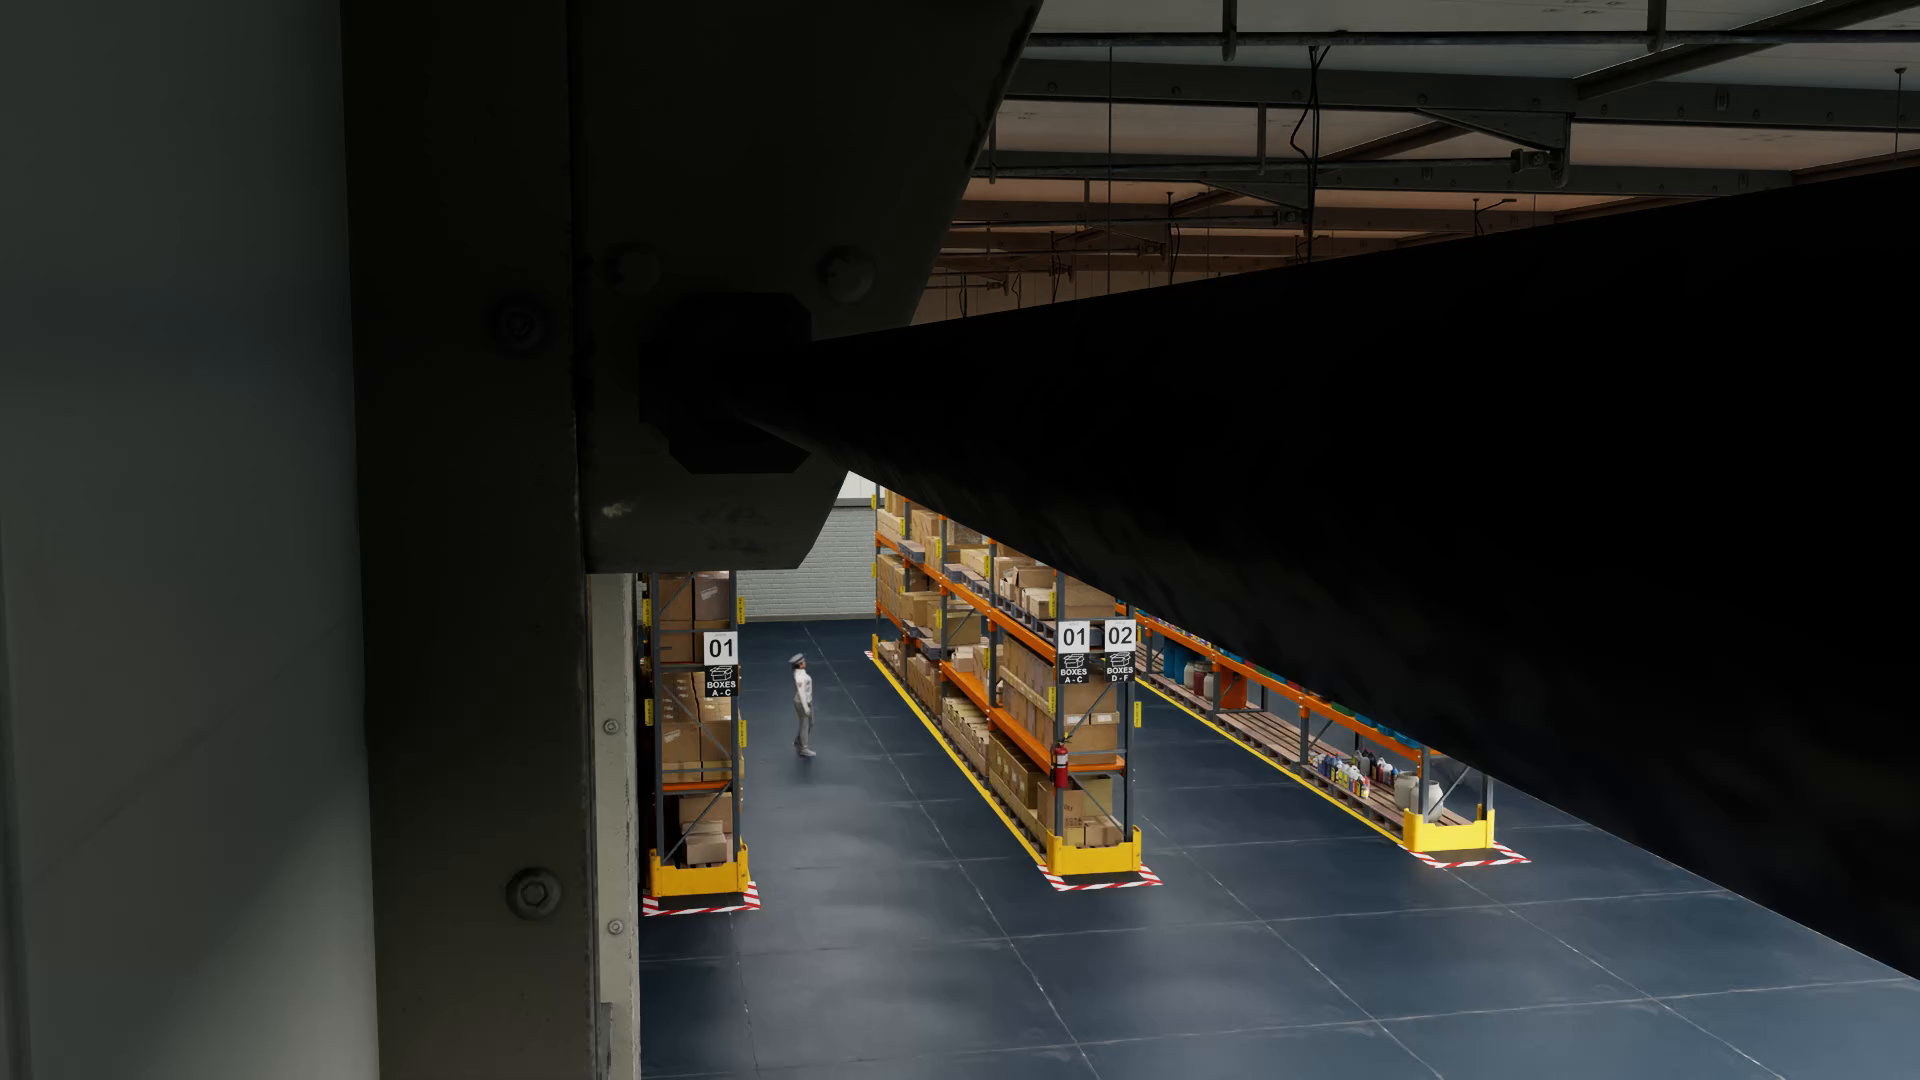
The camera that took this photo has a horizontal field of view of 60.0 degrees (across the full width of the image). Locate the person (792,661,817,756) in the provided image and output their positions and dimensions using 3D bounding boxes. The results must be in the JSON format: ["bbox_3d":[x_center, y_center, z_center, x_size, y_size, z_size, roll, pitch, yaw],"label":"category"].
[{"bbox_3d":[-2.576,2.719,27.394,0.456,1.661,0.527,0,6,4],"label":"person"}]

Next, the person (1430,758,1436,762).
[{"bbox_3d":[7.586,2.737,26.571,0.439,1.560,0.461,3,6,25],"label":"person"}]
